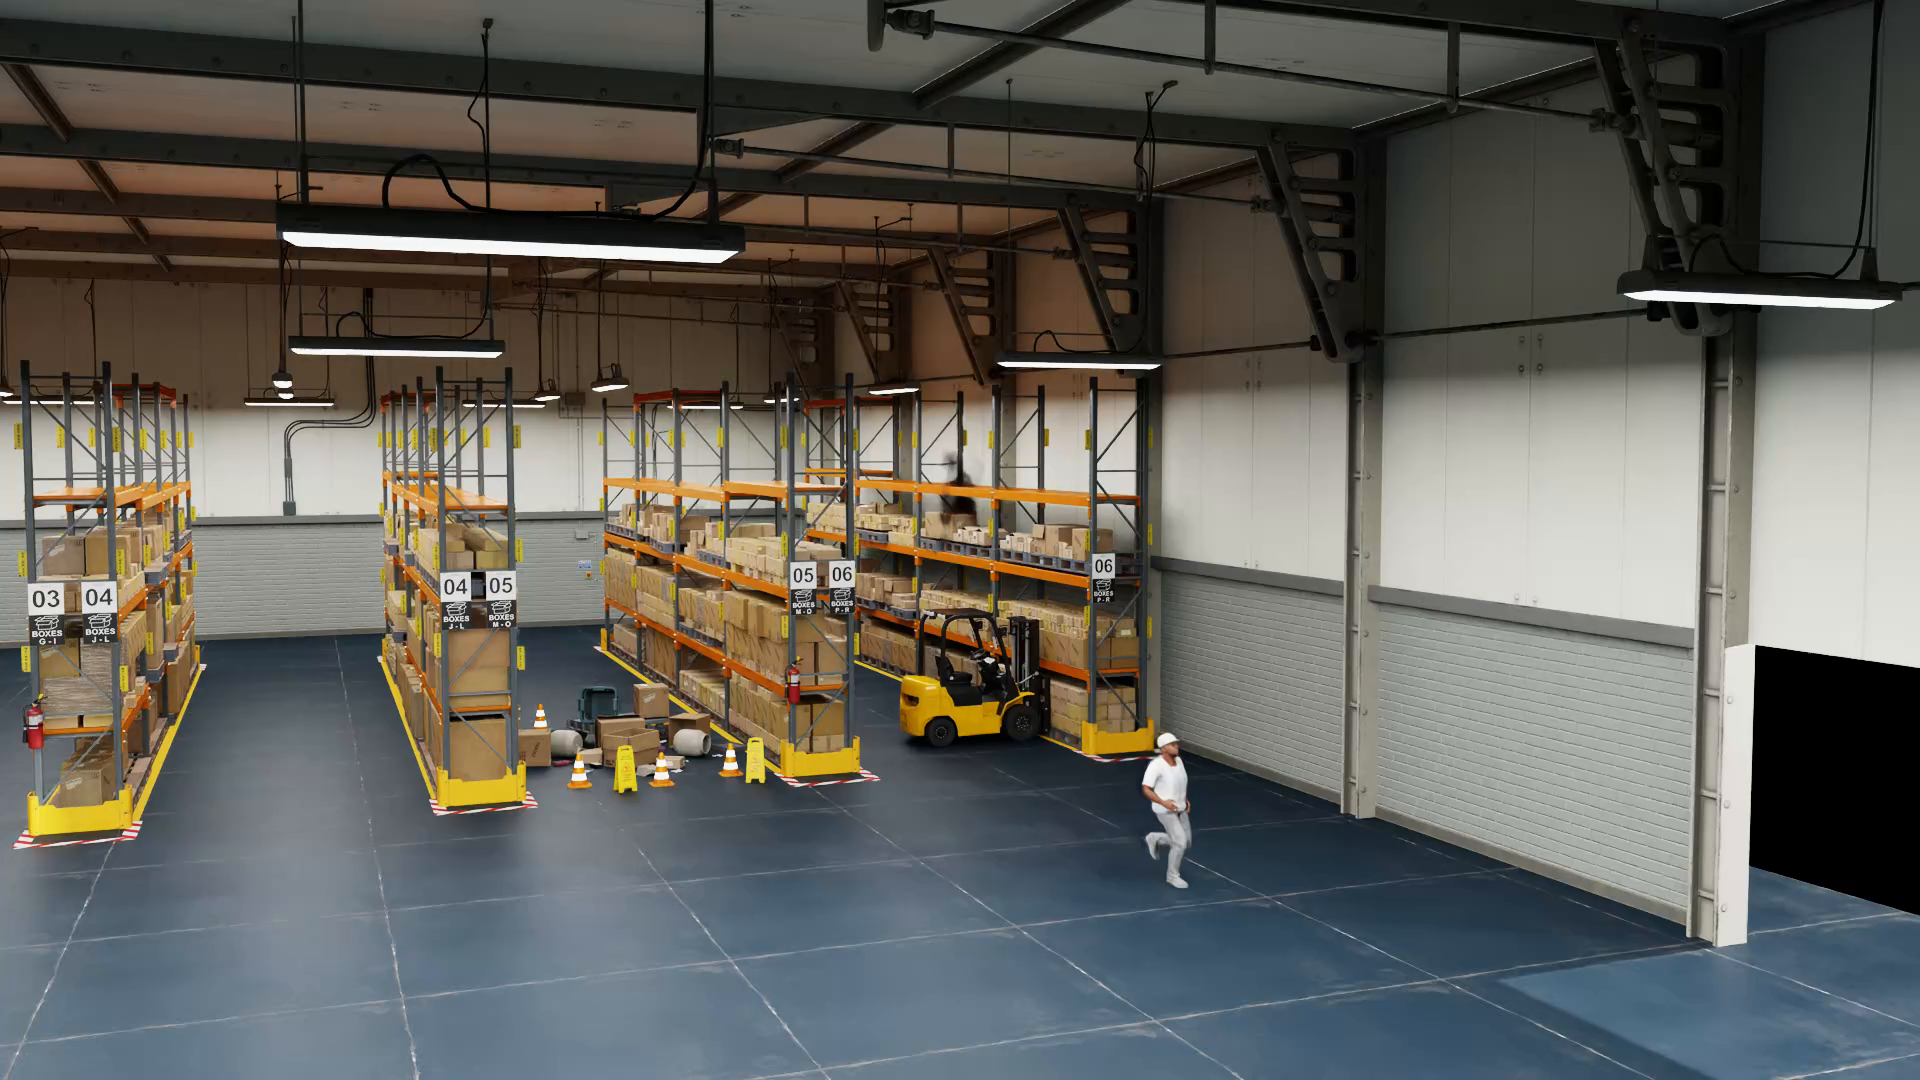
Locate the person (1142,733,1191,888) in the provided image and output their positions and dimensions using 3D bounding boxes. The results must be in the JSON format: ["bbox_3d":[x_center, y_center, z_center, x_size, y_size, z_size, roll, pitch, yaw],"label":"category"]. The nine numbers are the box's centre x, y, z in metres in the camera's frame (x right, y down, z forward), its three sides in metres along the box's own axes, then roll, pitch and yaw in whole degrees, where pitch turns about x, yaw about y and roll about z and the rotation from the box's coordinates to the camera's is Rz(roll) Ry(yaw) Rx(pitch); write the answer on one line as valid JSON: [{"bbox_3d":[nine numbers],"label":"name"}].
[{"bbox_3d":[2.327,3.025,18.798,0.661,1.706,0.720,3,4,40],"label":"person"}]

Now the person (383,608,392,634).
[{"bbox_3d":[-13.096,1.837,38.799,0.792,1.834,0.705,-1,4,-21],"label":"person"}]
